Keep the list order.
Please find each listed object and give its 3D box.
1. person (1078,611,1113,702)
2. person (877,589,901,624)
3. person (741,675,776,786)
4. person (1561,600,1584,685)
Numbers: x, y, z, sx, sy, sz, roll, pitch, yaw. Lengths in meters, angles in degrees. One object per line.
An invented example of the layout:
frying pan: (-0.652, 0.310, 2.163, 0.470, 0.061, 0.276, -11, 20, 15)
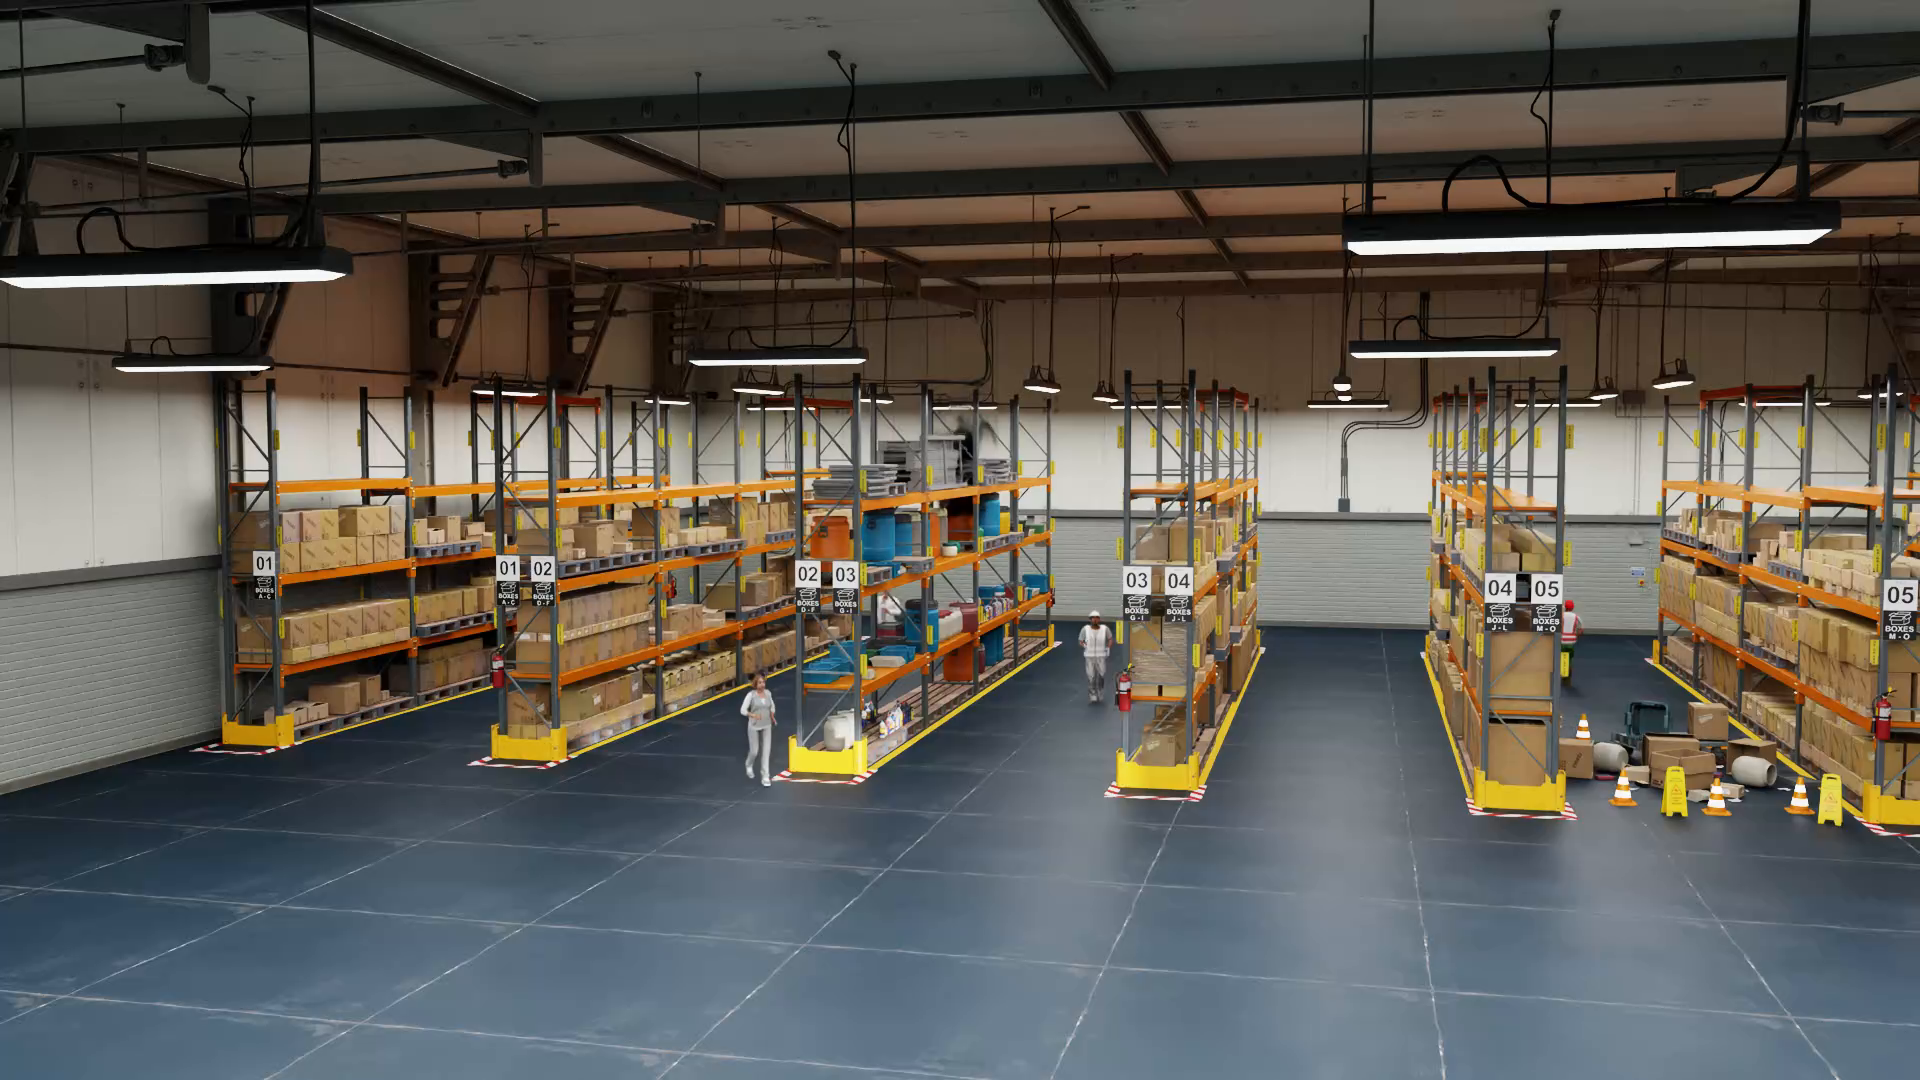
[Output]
person: (2.576, 2.221, 31.573, 0.666, 1.739, 0.608, 0, 3, 4)
person: (-1.621, 1.889, 36.542, 0.690, 1.789, 1.045, 1, 3, 8)
person: (-2.921, 2.741, 24.185, 0.561, 1.583, 0.787, -2, 4, -25)
person: (12.419, 2.087, 34.087, 0.654, 1.744, 0.532, 0, 3, 7)
